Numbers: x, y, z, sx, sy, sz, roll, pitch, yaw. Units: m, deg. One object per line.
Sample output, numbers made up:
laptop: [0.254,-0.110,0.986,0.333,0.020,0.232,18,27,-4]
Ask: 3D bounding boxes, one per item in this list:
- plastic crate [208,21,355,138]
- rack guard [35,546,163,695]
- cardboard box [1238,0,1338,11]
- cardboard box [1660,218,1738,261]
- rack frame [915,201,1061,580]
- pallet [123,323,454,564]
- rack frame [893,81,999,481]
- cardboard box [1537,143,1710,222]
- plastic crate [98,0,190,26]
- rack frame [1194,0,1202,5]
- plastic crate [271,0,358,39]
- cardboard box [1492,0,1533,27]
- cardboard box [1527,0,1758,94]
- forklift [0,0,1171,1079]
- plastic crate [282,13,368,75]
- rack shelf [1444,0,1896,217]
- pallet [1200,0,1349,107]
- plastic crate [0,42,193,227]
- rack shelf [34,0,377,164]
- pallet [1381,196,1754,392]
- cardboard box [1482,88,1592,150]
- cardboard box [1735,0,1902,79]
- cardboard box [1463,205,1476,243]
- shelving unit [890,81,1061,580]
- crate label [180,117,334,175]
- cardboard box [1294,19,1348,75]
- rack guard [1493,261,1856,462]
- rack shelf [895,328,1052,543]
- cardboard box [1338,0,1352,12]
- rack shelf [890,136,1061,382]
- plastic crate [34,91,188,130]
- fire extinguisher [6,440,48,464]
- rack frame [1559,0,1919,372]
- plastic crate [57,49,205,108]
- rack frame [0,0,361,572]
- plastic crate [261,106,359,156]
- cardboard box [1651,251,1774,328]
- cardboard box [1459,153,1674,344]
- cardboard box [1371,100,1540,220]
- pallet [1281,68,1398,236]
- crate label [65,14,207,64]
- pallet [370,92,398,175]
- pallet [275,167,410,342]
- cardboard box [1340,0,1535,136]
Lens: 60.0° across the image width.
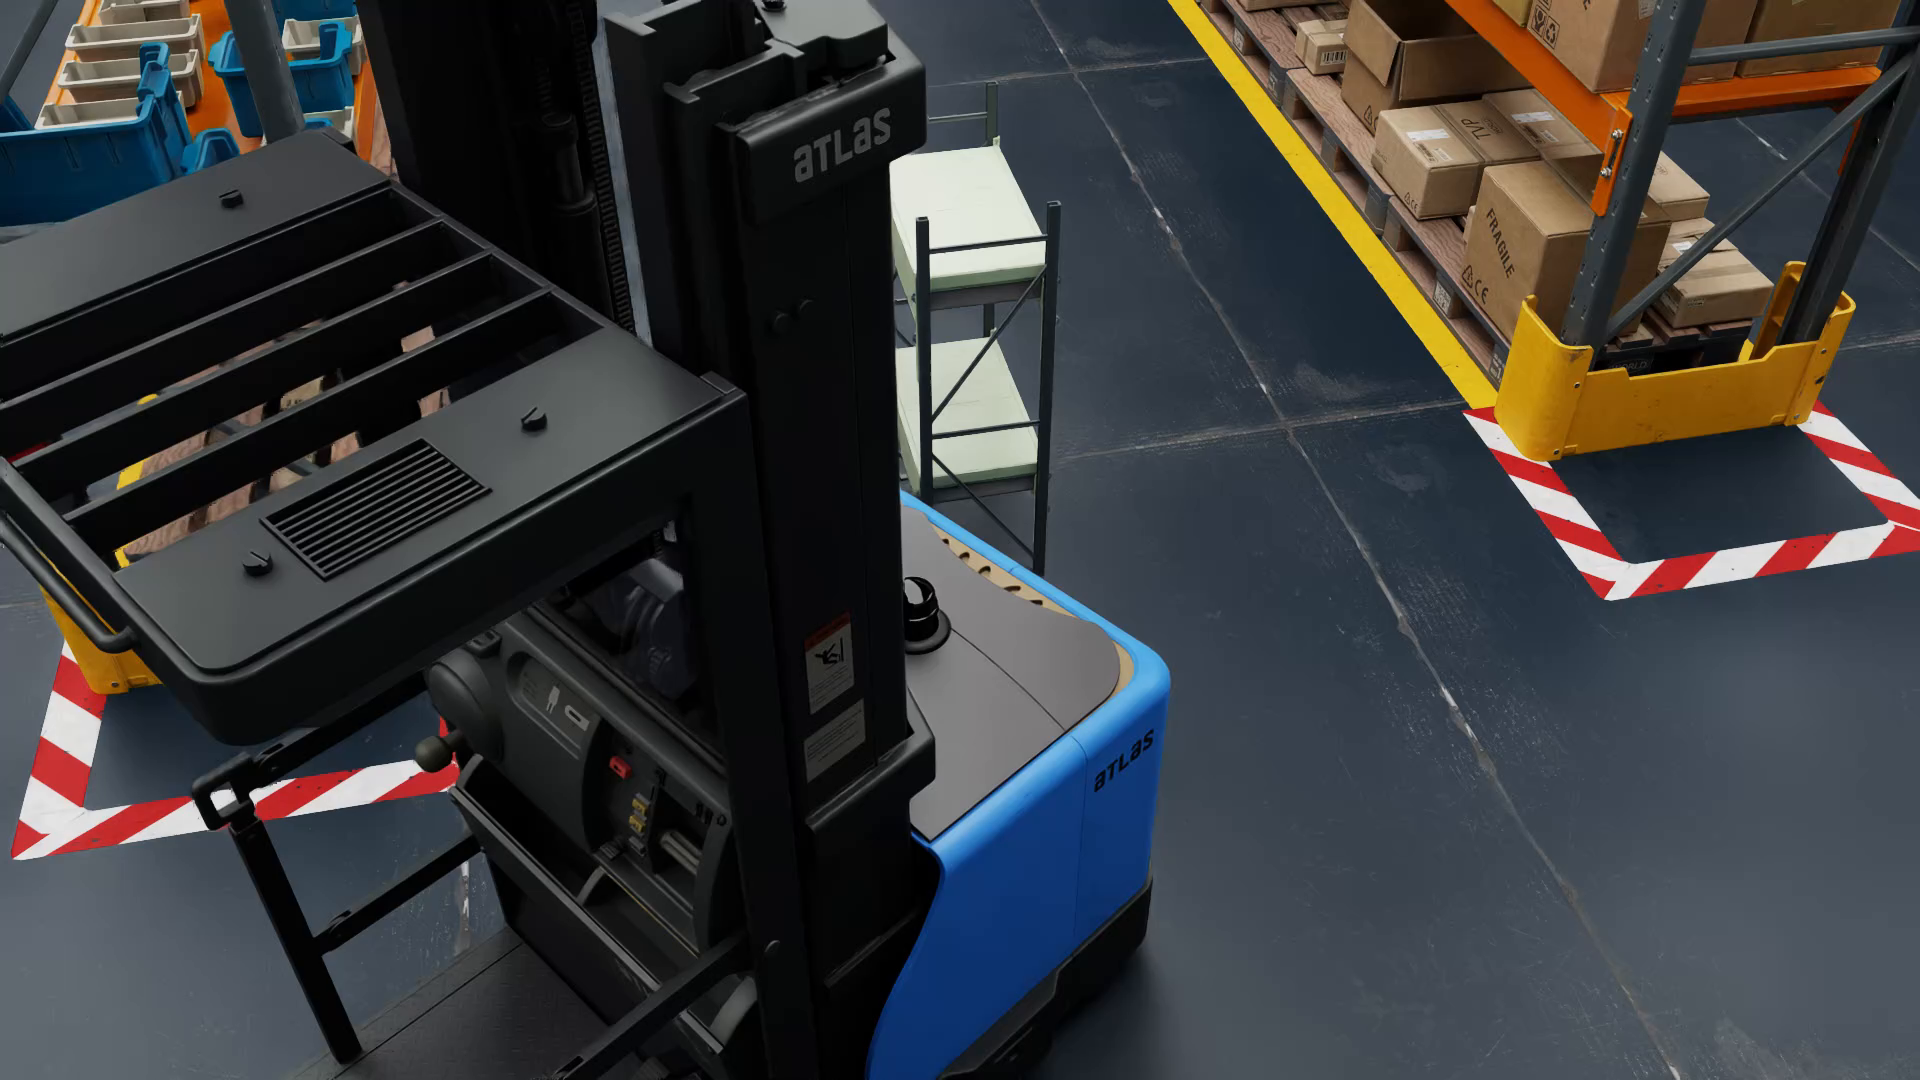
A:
plastic crate: [-2.087,-1.431,5.183,0.416,0.233,0.300,-8,42,-9]
rack guard: [-2.195,0.111,5.248,1.175,0.500,0.348,-8,42,-9]
cardboard box: [1.641,-2.993,8.557,0.500,0.311,0.500,-8,42,-9]
cardboard box: [2.816,-1.132,6.569,0.380,0.166,0.250,-8,42,-9]
rack frame: [0.078,-0.328,4.990,0.400,1.500,0.023,-8,42,-9]
pallet: [-2.353,-0.335,5.968,1.003,0.211,1.213,-8,42,-9]
rack frame: [-0.080,-0.802,5.524,0.400,1.500,0.023,-8,42,-9]
cardboard box: [2.676,-1.398,6.805,0.500,0.250,0.500,-8,42,-9]
plastic crate: [-2.780,-1.820,5.694,0.298,0.136,0.250,-8,42,-9]
rack frame: [1.761,-4.137,8.151,1.000,3.000,0.127,-8,42,-9]
plastic crate: [-2.229,-1.858,5.664,0.416,0.233,0.300,-8,42,-9]
cardboard box: [2.147,-2.169,5.859,0.500,0.500,0.500,-8,42,-9]
cardboard box: [2.262,-1.833,5.480,0.500,0.500,0.500,-7,42,-8]
forklift: [-0.886,0.467,3.016,1.130,2.935,3.031,33,51,31]
plastic crate: [-2.079,-1.628,5.478,0.250,0.136,0.298,-8,42,-9]
rack shelf: [2.193,-2.572,6.930,1.077,0.370,4.000,-8,42,-9]
pallet: [1.909,-2.649,8.576,1.003,0.211,1.213,-8,42,-9]
plastic crate: [-2.467,-1.063,4.616,0.616,0.435,0.499,-8,42,-9]
rack shelf: [-2.645,-1.865,6.133,1.077,0.370,4.000,-8,42,-9]
pallet: [2.435,-1.068,6.794,1.003,0.211,1.213,-8,42,-9]
cardboard box: [2.568,-1.722,7.170,0.500,0.250,0.500,-8,42,-9]
cardboard box: [2.786,-1.907,5.564,0.500,0.500,0.500,-8,42,-8]
cardboard box: [2.267,-1.242,6.693,0.380,0.166,0.250,-8,42,-9]
shelving unit: [-0.001,-0.565,5.257,0.431,1.500,0.755,-8,42,-9]
crate label: [-1.945,-1.004,4.703,0.416,0.233,0.303,-8,42,-9]
cardboard box: [1.837,-2.380,7.974,0.380,0.166,0.250,-8,42,-9]
rack guard: [2.608,-0.659,6.116,1.175,0.500,0.348,-8,42,-9]
rack shelf: [-0.001,-0.321,5.473,0.431,0.370,0.720,-8,42,-9]
cardboard box: [2.161,-3.038,8.465,0.500,0.500,0.500,-8,42,-9]
rack shelf: [-0.001,-0.857,4.998,0.431,0.370,0.720,-8,42,-9]
plastic crate: [-2.566,-1.264,5.068,0.396,0.136,0.243,-8,42,-9]
fire extinguisher: [-2.624,-0.506,4.400,0.296,0.674,0.183,-8,42,-9]
rack frame: [2.625,-1.545,5.231,1.000,3.000,0.127,-8,42,-9]
plastic crate: [-2.614,-1.454,5.282,0.396,0.136,0.243,-8,42,-9]
rack frame: [-2.213,-0.837,4.434,1.000,3.000,0.127,-8,42,-9]
plastic crate: [-1.933,-1.188,4.982,0.250,0.136,0.298,-8,42,-9]
cardboard box: [2.870,-0.964,6.392,0.380,0.149,0.250,-8,42,-9]
cardboard box: [2.267,-1.091,6.272,0.500,0.500,0.500,-8,42,-9]
cardboard box: [2.091,-1.618,7.053,0.500,0.250,0.500,-8,42,-9]
pallet: [2.175,-1.857,7.683,1.003,0.211,1.213,-8,42,-9]
crate label: [-2.698,-1.631,5.481,0.396,0.136,0.243,-8,42,-9]
pallet: [-2.880,-1.916,7.750,1.003,0.211,1.213,-8,42,-9]
pallet: [-2.613,-1.124,6.857,1.003,0.211,1.213,-8,42,-9]
cardboard box: [2.172,-2.151,7.463,0.797,0.503,0.637,-8,42,-9]
